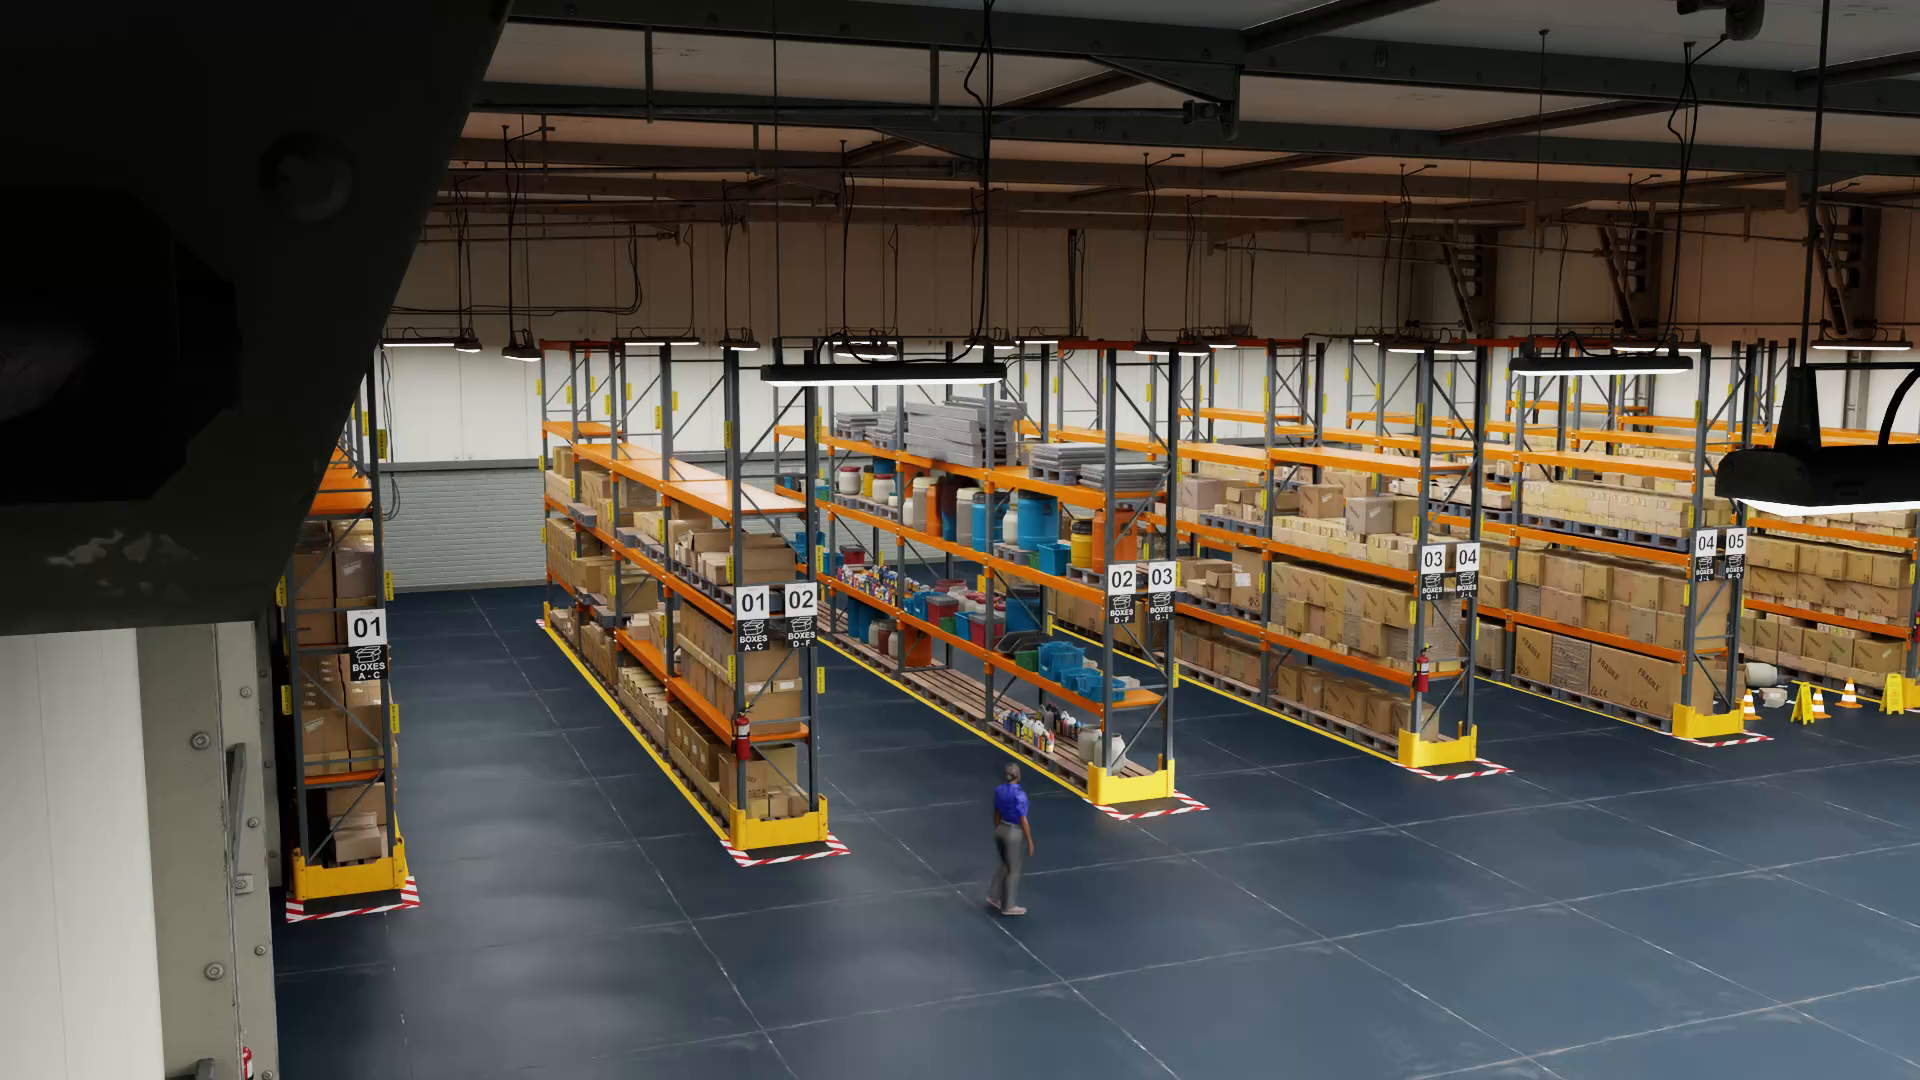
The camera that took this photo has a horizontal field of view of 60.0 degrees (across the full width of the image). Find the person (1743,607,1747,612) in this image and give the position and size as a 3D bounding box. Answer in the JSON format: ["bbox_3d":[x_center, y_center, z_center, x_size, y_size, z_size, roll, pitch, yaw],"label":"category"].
[{"bbox_3d":[16.085,1.130,34.022,0.627,1.654,0.540,6,9,38],"label":"person"}]

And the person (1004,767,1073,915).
[{"bbox_3d":[0.855,3.234,17.876,0.664,1.609,0.558,-2,8,-14],"label":"person"}]
